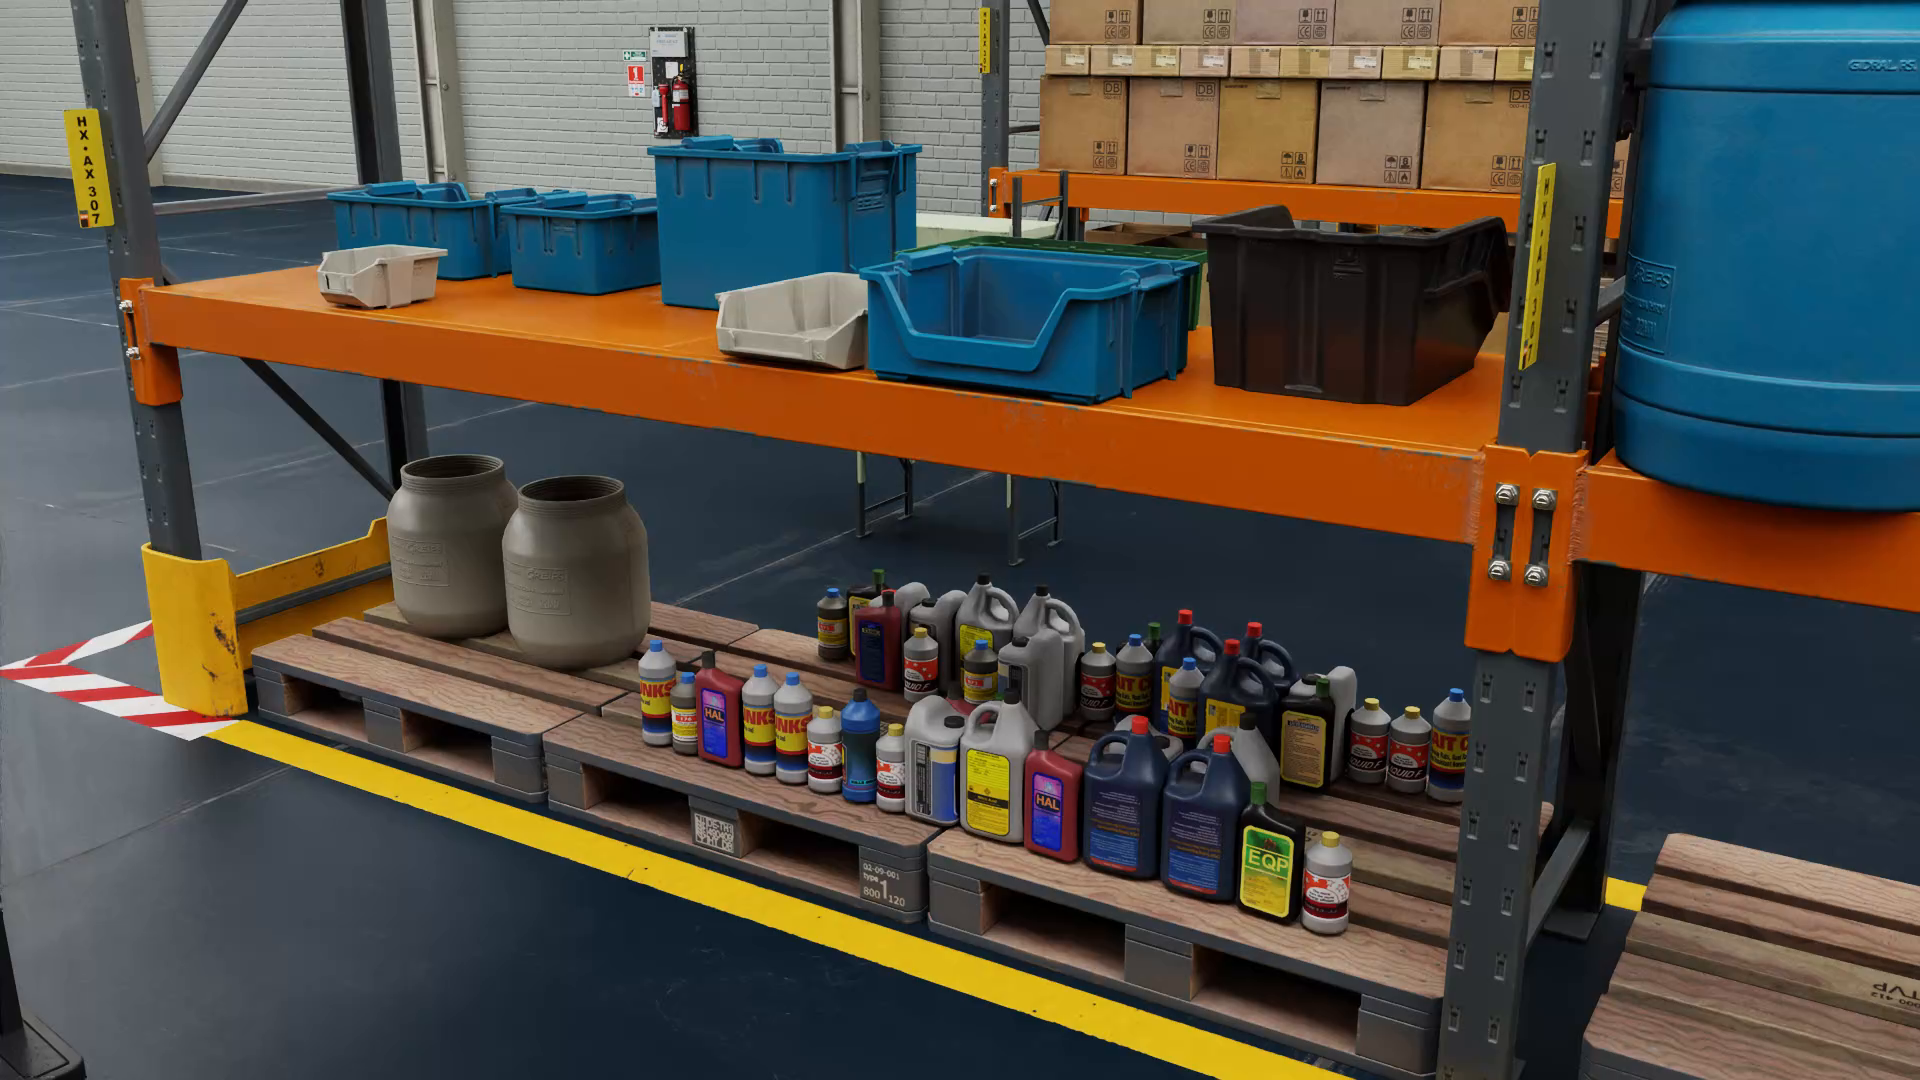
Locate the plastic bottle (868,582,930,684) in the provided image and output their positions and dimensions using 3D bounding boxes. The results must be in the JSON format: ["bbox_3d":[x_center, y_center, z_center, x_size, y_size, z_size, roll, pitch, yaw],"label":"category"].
[{"bbox_3d":[-0.177,0.255,4.812,0.135,0.276,0.152,10,20,30],"label":"plastic bottle"}]

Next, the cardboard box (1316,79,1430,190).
[{"bbox_3d":[2.135,-2.019,8.195,0.500,0.500,0.700,11,20,32],"label":"cardboard box"}]

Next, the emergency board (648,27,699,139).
[{"bbox_3d":[-3.137,-4.913,17.896,0.643,1.169,0.194,10,20,30],"label":"emergency board"}]

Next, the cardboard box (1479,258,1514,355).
[{"bbox_3d":[2.474,-1.086,8.015,0.500,0.500,0.500,10,20,30],"label":"cardboard box"}]

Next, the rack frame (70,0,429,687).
[{"bbox_3d":[-2.172,-1.054,5.190,0.127,3.000,1.000,10,20,30],"label":"rack frame"}]

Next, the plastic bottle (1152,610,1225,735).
[{"bbox_3d":[0.605,0.357,4.346,0.185,0.351,0.144,9,19,28],"label":"plastic bottle"}]

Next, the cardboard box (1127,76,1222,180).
[{"bbox_3d":[1.264,-2.175,8.709,0.500,0.500,0.700,11,20,31],"label":"cardboard box"}]

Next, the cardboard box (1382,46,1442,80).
[{"bbox_3d":[2.179,-2.252,7.844,0.250,0.149,0.380,11,20,32],"label":"cardboard box"}]

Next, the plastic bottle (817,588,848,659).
[{"bbox_3d":[-0.378,0.245,4.971,0.097,0.201,0.097,0,17,0],"label":"plastic bottle"}]

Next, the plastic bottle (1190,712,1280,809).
[{"bbox_3d":[0.612,0.549,3.713,0.185,0.351,0.144,10,20,30],"label":"plastic bottle"}]

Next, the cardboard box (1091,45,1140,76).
[{"bbox_3d":[0.871,-2.486,8.616,0.250,0.149,0.380,10,19,29],"label":"cardboard box"}]

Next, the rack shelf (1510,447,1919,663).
[{"bbox_3d":[2.941,0.203,2.290,4.000,0.370,1.077,10,20,30],"label":"rack shelf"}]

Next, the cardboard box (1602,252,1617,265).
[{"bbox_3d":[3.170,-1.138,8.185,0.500,0.500,0.500,10,20,30],"label":"cardboard box"}]

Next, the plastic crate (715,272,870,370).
[{"bbox_3d":[-0.280,-0.504,3.832,0.437,0.136,0.530,10,20,30],"label":"plastic crate"}]

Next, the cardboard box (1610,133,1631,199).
[{"bbox_3d":[2.998,-1.864,7.686,0.500,0.500,0.700,10,20,29],"label":"cardboard box"}]

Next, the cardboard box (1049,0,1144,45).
[{"bbox_3d":[0.860,-2.867,8.753,0.500,0.500,0.700,10,20,30],"label":"cardboard box"}]

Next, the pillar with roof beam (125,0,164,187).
[{"bbox_3d":[-13.529,-8.158,18.254,0.400,9.000,9.100,10,20,30],"label":"pillar with roof beam"}]

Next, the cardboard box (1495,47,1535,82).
[{"bbox_3d":[2.622,-2.174,7.588,0.250,0.149,0.380,10,20,30],"label":"cardboard box"}]

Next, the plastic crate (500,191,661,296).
[{"bbox_3d":[-1.039,-0.881,4.875,0.408,0.251,0.499,10,20,30],"label":"plastic crate"}]

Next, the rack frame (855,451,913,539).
[{"bbox_3d":[-0.318,-0.774,6.850,0.023,1.500,0.400,10,20,30],"label":"rack frame"}]

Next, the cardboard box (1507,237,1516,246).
[{"bbox_3d":[4.041,-2.217,12.889,0.500,0.311,0.500,12,21,35],"label":"cardboard box"}]

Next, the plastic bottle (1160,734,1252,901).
[{"bbox_3d":[0.537,0.585,3.596,0.185,0.351,0.144,10,19,29],"label":"plastic bottle"}]

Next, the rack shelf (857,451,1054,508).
[{"bbox_3d":[-0.006,-0.407,6.761,0.720,0.370,0.431,10,20,30],"label":"rack shelf"}]

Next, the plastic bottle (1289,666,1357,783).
[{"bbox_3d":[0.904,0.448,4.176,0.135,0.276,0.152,11,20,32],"label":"plastic bottle"}]

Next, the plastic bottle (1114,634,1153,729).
[{"bbox_3d":[0.460,0.382,4.400,0.097,0.271,0.097,0,17,0],"label":"plastic bottle"}]

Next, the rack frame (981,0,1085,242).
[{"bbox_3d":[0.423,-2.280,9.227,0.127,3.000,1.000,10,20,30],"label":"rack frame"}]

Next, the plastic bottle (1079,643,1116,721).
[{"bbox_3d":[0.376,0.380,4.528,0.097,0.201,0.097,0,17,0],"label":"plastic bottle"}]

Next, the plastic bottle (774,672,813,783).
[{"bbox_3d":[-0.413,0.461,4.139,0.097,0.271,0.097,0,17,0],"label":"plastic bottle"}]

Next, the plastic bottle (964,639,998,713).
[{"bbox_3d":[0.058,0.372,4.553,0.097,0.201,0.097,0,17,0],"label":"plastic bottle"}]

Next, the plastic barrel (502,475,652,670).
[{"bbox_3d":[-1.144,0.093,4.973,0.421,0.512,0.421,0,17,0],"label":"plastic barrel"}]

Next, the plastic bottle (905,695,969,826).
[{"bbox_3d":[-0.038,0.516,3.949,0.135,0.276,0.152,11,20,31],"label":"plastic bottle"}]

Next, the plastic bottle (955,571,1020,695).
[{"bbox_3d":[0.084,0.264,4.652,0.185,0.351,0.144,11,20,32],"label":"plastic bottle"}]

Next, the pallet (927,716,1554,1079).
[{"bbox_3d":[0.686,0.776,3.963,1.213,0.211,1.003,10,20,30],"label":"pallet"}]

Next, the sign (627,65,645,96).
[{"bbox_3d":[-3.554,-5.040,18.252,0.234,0.329,0.001,10,20,30],"label":"sign"}]

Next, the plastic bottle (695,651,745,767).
[{"bbox_3d":[-0.607,0.427,4.231,0.133,0.283,0.061,10,20,31],"label":"plastic bottle"}]

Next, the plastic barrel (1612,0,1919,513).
[{"bbox_3d":[1.407,-0.552,2.674,0.708,0.901,0.600,10,20,30],"label":"plastic barrel"}]

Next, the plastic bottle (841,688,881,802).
[{"bbox_3d":[-0.240,0.492,4.038,0.097,0.271,0.097,0,17,0],"label":"plastic bottle"}]

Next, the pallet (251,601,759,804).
[{"bbox_3d":[-1.393,0.405,5.185,1.213,0.211,1.003,10,20,30],"label":"pallet"}]

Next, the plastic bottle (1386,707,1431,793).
[{"bbox_3d":[1.108,0.510,4.098,0.097,0.201,0.097,0,17,0],"label":"plastic bottle"}]

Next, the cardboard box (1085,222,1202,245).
[{"bbox_3d":[1.036,-1.517,9.431,0.500,0.500,0.500,10,20,30],"label":"cardboard box"}]

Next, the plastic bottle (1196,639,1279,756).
[{"bbox_3d":[0.690,0.421,4.133,0.185,0.351,0.144,10,20,30],"label":"plastic bottle"}]

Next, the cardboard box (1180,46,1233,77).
[{"bbox_3d":[1.297,-2.409,8.362,0.250,0.149,0.380,10,19,29],"label":"cardboard box"}]

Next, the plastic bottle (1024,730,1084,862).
[{"bbox_3d":[0.213,0.573,3.749,0.133,0.283,0.061,12,20,34],"label":"plastic bottle"}]

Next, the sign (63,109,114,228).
[{"bbox_3d":[-2.464,-1.051,4.704,0.005,0.325,0.100,10,20,30],"label":"sign"}]

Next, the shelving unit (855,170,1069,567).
[{"bbox_3d":[-0.006,-0.719,6.667,0.755,1.500,0.431,10,20,30],"label":"shelving unit"}]

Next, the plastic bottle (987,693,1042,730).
[{"bbox_3d":[0.130,0.509,3.960,0.133,0.283,0.061,10,20,30],"label":"plastic bottle"}]

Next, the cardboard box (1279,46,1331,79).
[{"bbox_3d":[1.744,-2.330,8.103,0.250,0.149,0.380,10,19,29],"label":"cardboard box"}]

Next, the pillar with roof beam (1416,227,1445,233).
[{"bbox_3d":[1.809,-5.420,9.241,0.400,9.000,9.100,10,20,30],"label":"pillar with roof beam"}]

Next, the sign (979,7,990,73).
[{"bbox_3d":[0.128,-2.596,8.640,0.005,0.325,0.100,10,20,30],"label":"sign"}]

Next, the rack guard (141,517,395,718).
[{"bbox_3d":[-2.083,0.142,5.554,0.348,0.500,1.175,10,20,30],"label":"rack guard"}]

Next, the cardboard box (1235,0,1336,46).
[{"bbox_3d":[1.741,-2.712,8.243,0.500,0.500,0.700,10,20,30],"label":"cardboard box"}]

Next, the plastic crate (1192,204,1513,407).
[{"bbox_3d":[0.857,-0.527,3.562,0.504,0.338,0.767,10,20,30],"label":"plastic crate"}]

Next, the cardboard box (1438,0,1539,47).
[{"bbox_3d":[2.593,-2.559,7.741,0.500,0.500,0.700,10,20,30],"label":"cardboard box"}]

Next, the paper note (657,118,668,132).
[{"bbox_3d":[-3.251,-4.536,18.169,0.142,0.148,0.016,10,20,30],"label":"paper note"}]

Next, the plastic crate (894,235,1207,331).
[{"bbox_3d":[0.227,-0.621,4.128,0.662,0.188,0.450,10,20,30],"label":"plastic crate"}]

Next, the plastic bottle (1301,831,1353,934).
[{"bbox_3d":[0.764,0.705,3.458,0.097,0.201,0.097,0,17,0],"label":"plastic bottle"}]

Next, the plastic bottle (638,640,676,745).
[{"bbox_3d":[-0.790,0.394,4.361,0.097,0.271,0.097,0,17,0],"label":"plastic bottle"}]
